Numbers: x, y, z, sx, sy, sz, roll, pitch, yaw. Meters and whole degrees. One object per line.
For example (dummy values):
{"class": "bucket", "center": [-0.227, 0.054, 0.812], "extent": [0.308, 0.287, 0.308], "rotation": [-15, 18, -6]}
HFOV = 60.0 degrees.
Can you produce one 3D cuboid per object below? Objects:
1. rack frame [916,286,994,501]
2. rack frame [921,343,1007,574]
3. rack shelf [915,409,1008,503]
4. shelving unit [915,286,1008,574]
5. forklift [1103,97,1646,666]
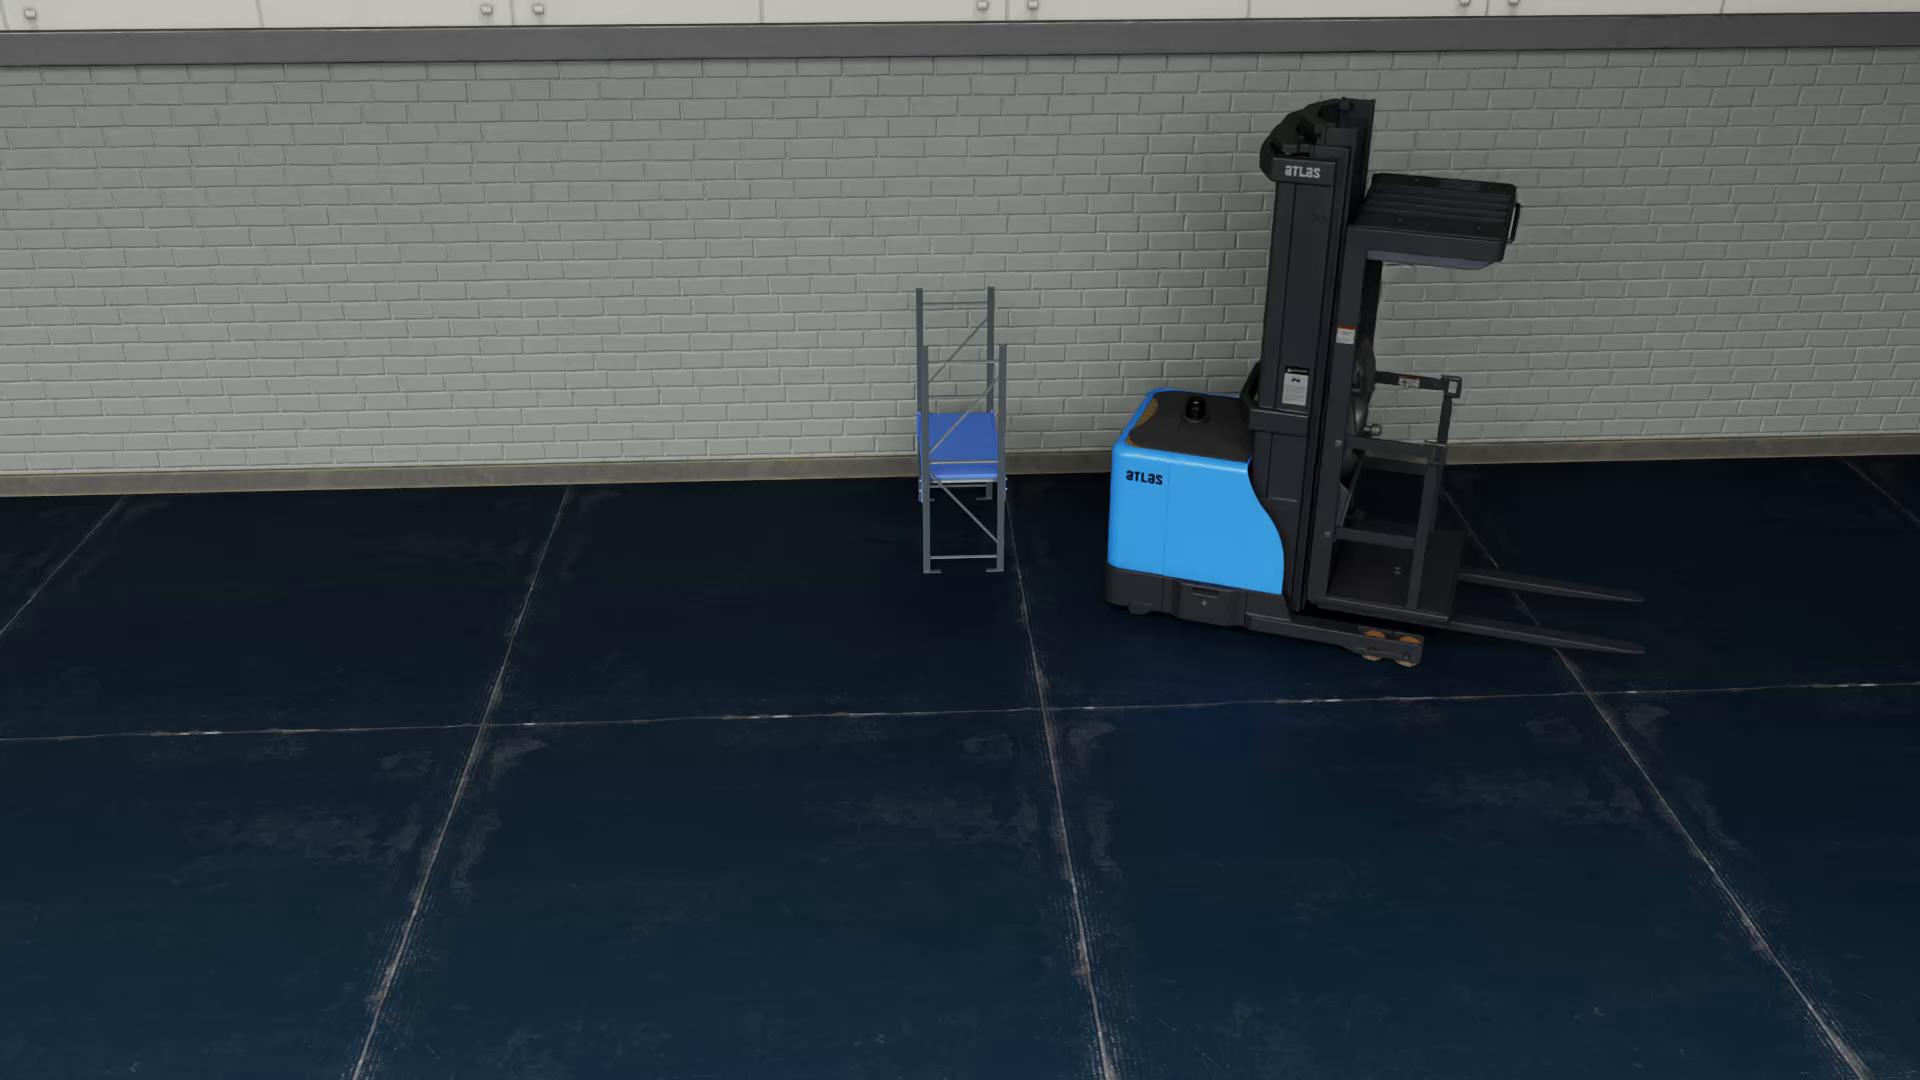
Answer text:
{"class": "rack frame", "center": [-0.031, -0.939, 10.929], "extent": [0.500, 1.500, 0.032], "rotation": [-1, 28, -3]}
{"class": "rack frame", "center": [0.022, -0.470, 10.029], "extent": [0.500, 1.500, 0.032], "rotation": [-1, 28, -3]}
{"class": "rack shelf", "center": [-0.004, -0.545, 10.562], "extent": [0.538, 0.185, 1.000], "rotation": [-1, 28, -3]}
{"class": "shelving unit", "center": [-0.004, -0.704, 10.479], "extent": [0.538, 1.500, 1.048], "rotation": [-1, 28, -3]}
{"class": "forklift", "center": [2.429, -0.864, 9.237], "extent": [3.031, 2.935, 1.130], "rotation": [9, 29, 17]}
